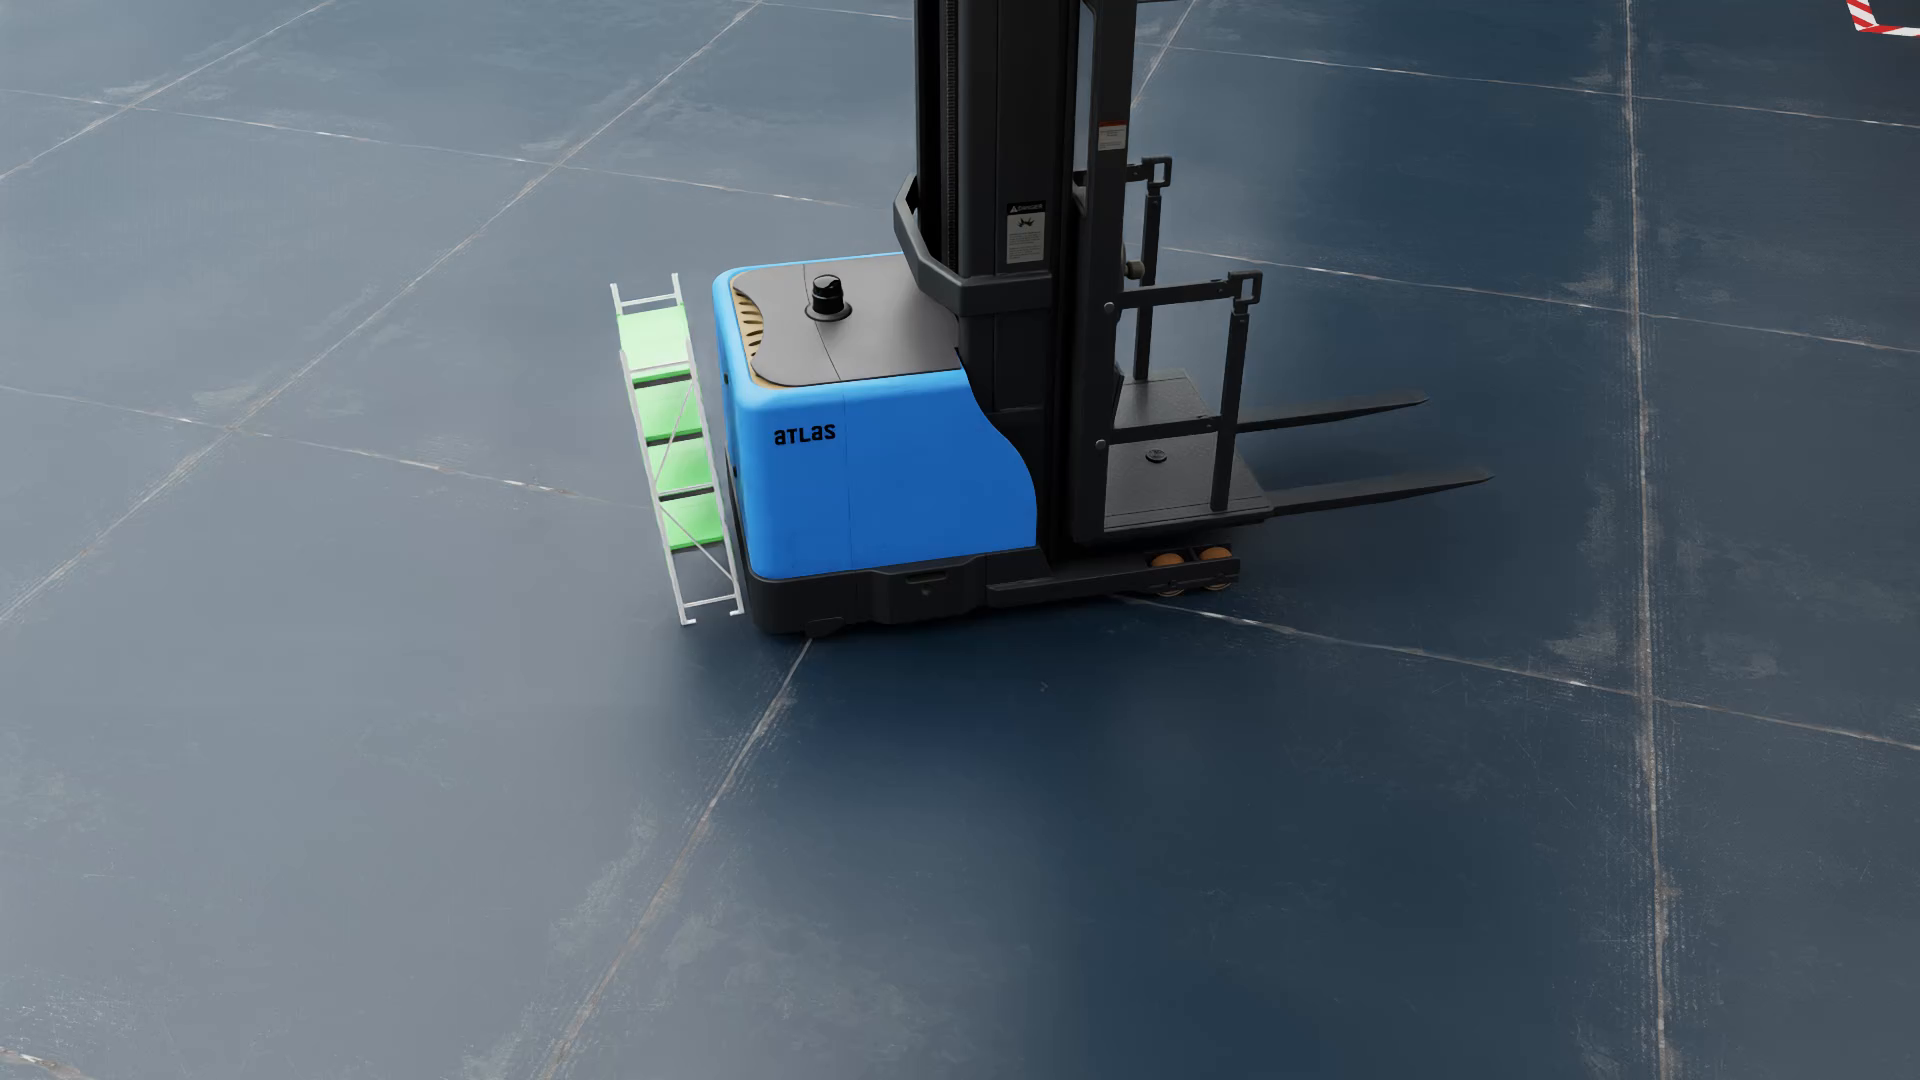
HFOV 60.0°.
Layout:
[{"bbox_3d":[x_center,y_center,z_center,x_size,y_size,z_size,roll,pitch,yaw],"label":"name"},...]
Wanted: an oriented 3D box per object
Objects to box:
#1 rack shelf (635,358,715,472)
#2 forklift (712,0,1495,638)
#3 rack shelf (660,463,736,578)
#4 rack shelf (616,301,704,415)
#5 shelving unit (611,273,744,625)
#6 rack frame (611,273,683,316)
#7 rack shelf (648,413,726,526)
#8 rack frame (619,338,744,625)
[{"bbox_3d":[-1.052,-0.460,6.052,0.258,0.148,0.480,-11,38,-8],"label":"rack shelf"},{"bbox_3d":[0.615,-1.260,5.990,3.031,2.935,1.130,-7,37,-10],"label":"forklift"},{"bbox_3d":[-1.017,-0.079,6.342,0.258,0.148,0.480,-11,38,-8],"label":"rack shelf"},{"bbox_3d":[-1.069,-0.651,5.907,0.258,0.148,0.480,-11,38,-8],"label":"rack shelf"},{"bbox_3d":[-1.039,-0.321,6.158,0.258,1.200,0.503,-11,38,-8],"label":"shelving unit"},{"bbox_3d":[-1.094,-0.461,6.350,0.240,1.200,0.015,-11,38,-8],"label":"rack frame"},{"bbox_3d":[-1.034,-0.270,6.197,0.258,0.148,0.480,-11,38,-8],"label":"rack shelf"},{"bbox_3d":[-0.984,-0.180,5.966,0.240,1.200,0.015,-11,38,-8],"label":"rack frame"}]
